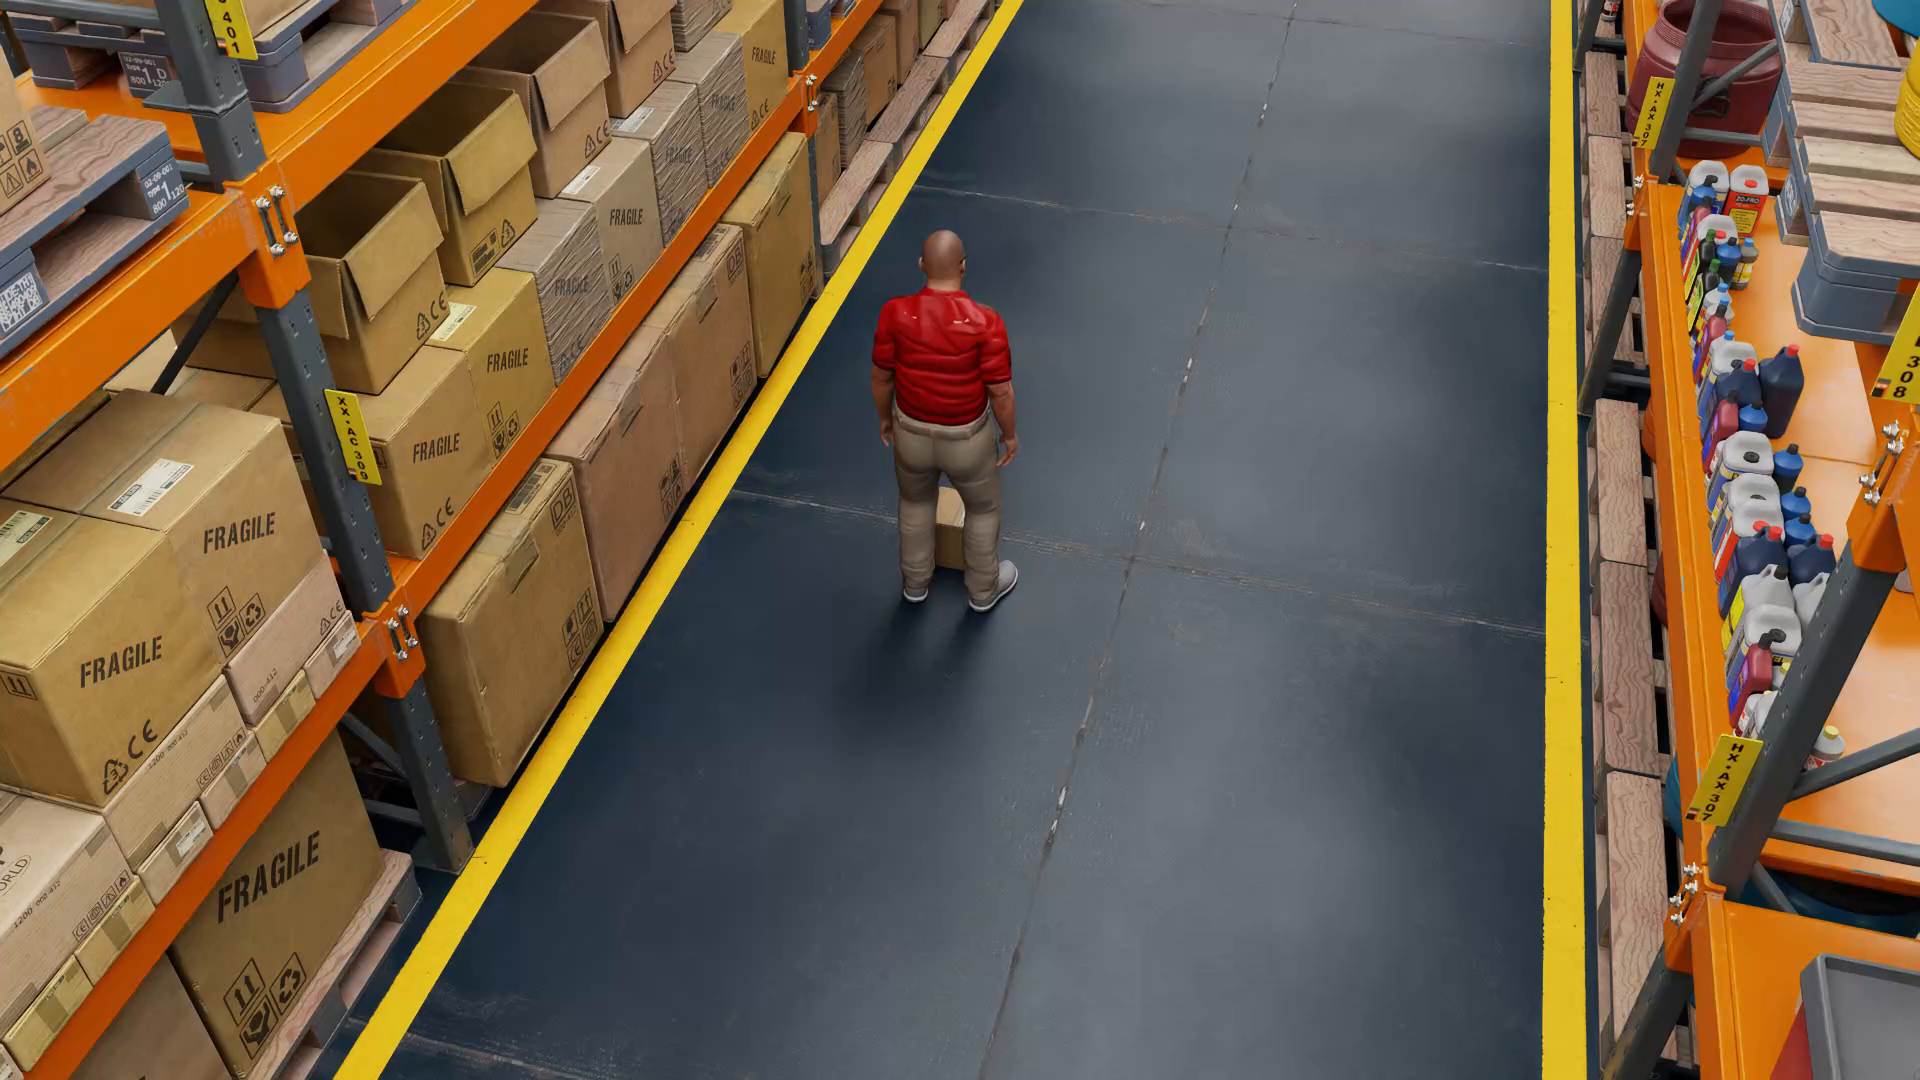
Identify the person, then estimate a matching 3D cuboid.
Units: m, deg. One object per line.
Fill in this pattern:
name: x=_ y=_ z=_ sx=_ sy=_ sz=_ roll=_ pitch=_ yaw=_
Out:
person: x=-0.055 y=-0.442 z=6.682 sx=0.584 sy=1.726 sz=0.395 roll=10 pitch=42 yaw=11
